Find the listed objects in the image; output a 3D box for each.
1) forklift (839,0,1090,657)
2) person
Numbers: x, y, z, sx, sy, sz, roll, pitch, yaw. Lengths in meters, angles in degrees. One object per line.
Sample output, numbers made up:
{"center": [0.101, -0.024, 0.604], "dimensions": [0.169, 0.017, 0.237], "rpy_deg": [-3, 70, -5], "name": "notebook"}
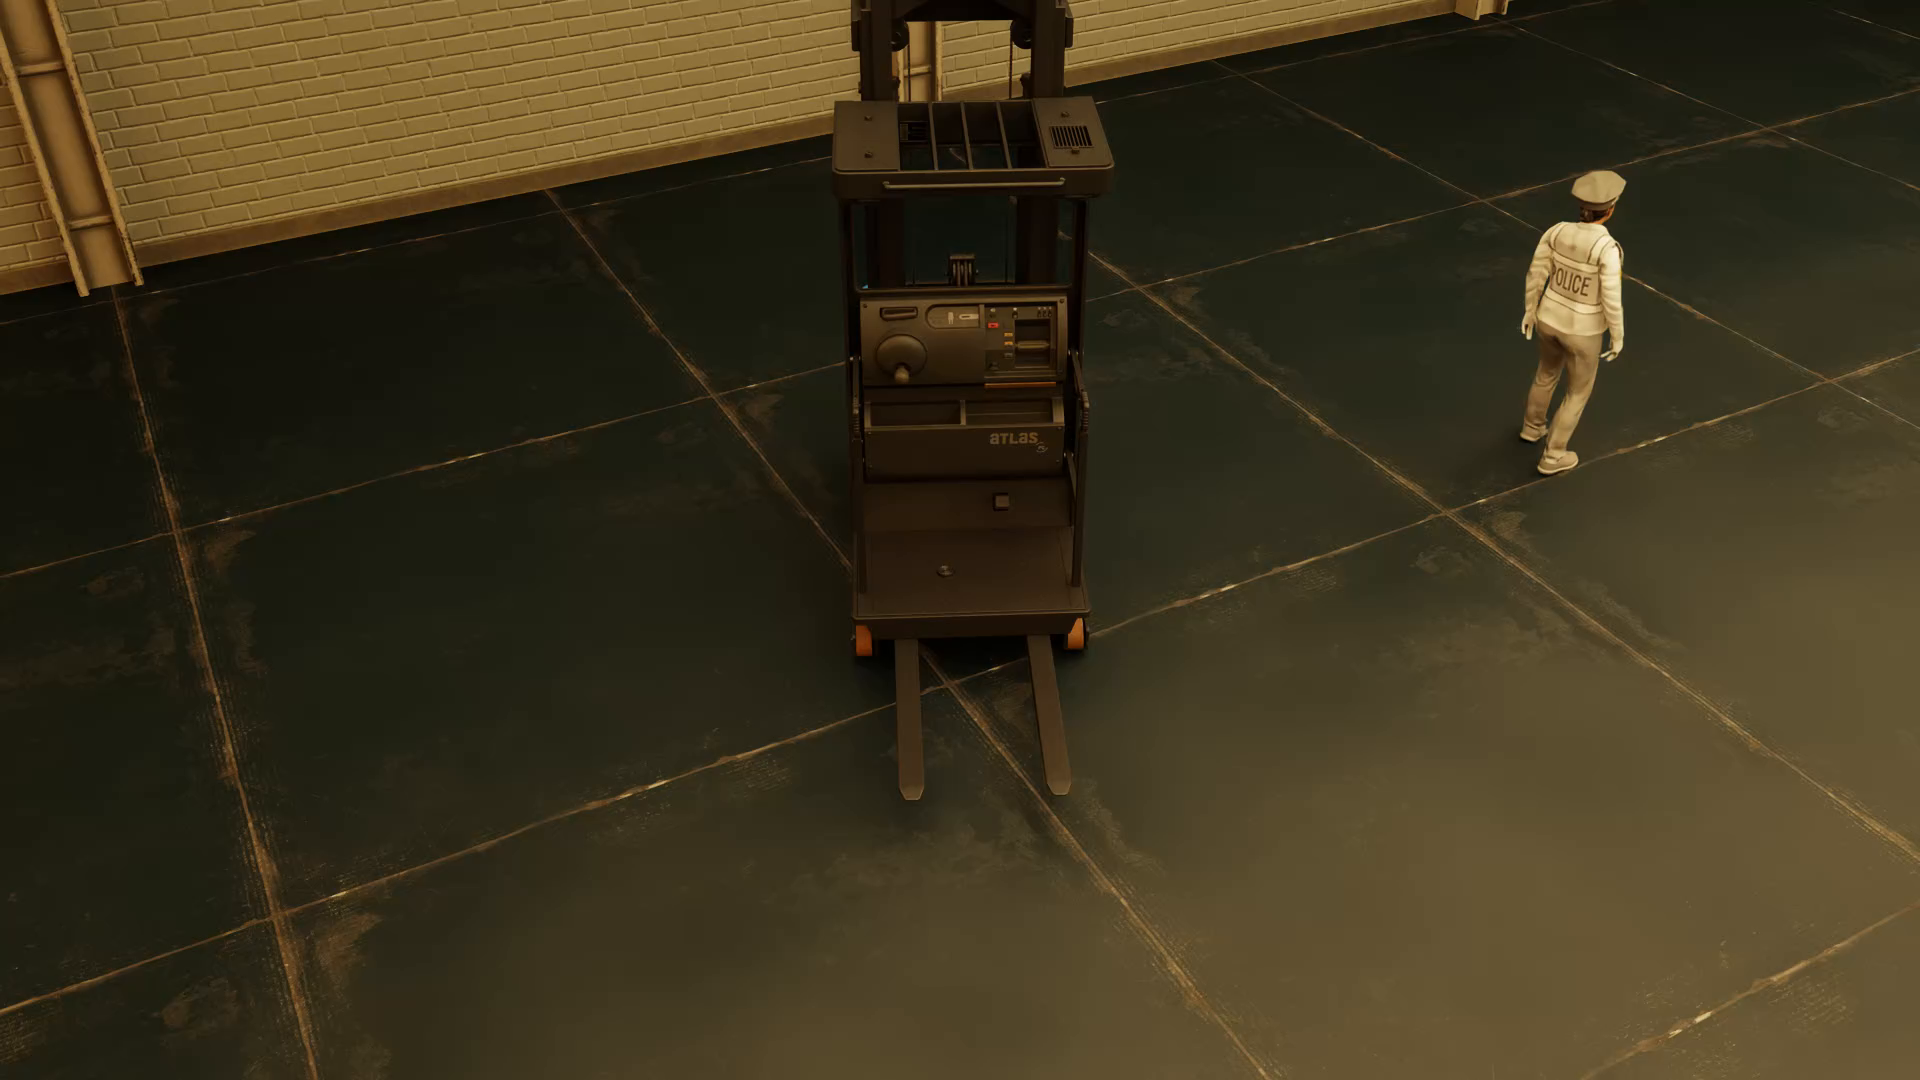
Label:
{"center": [0.004, -1.125, 7.770], "dimensions": [1.129, 2.867, 1.939], "rpy_deg": [-2, 35, -2], "name": "forklift"}
{"center": [3.309, -1.135, 8.886], "dimensions": [0.468, 1.691, 0.539], "rpy_deg": [-22, 41, -28], "name": "person"}
